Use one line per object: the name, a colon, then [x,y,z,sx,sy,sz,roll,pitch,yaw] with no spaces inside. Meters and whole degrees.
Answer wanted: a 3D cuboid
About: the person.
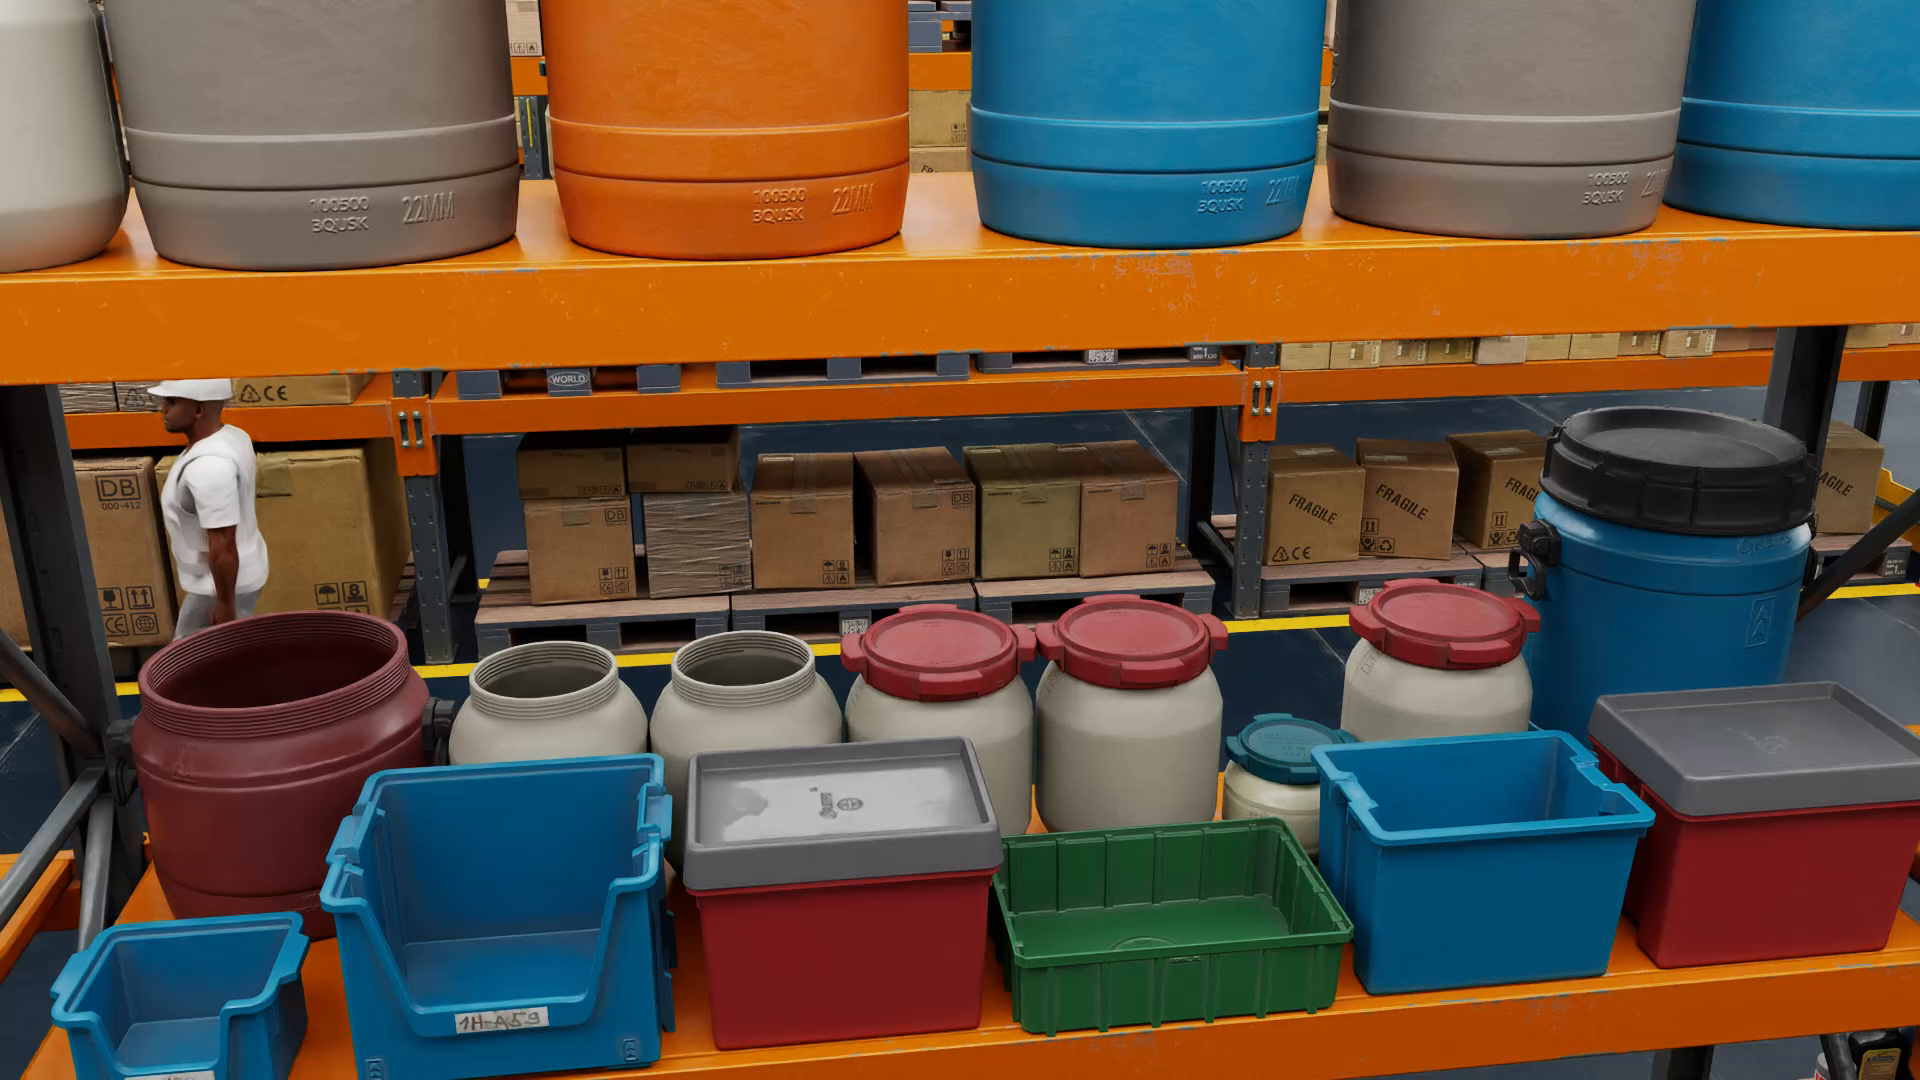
person: [-2.862,0.156,6.527,0.497,1.753,0.576,-6,21,-15]
